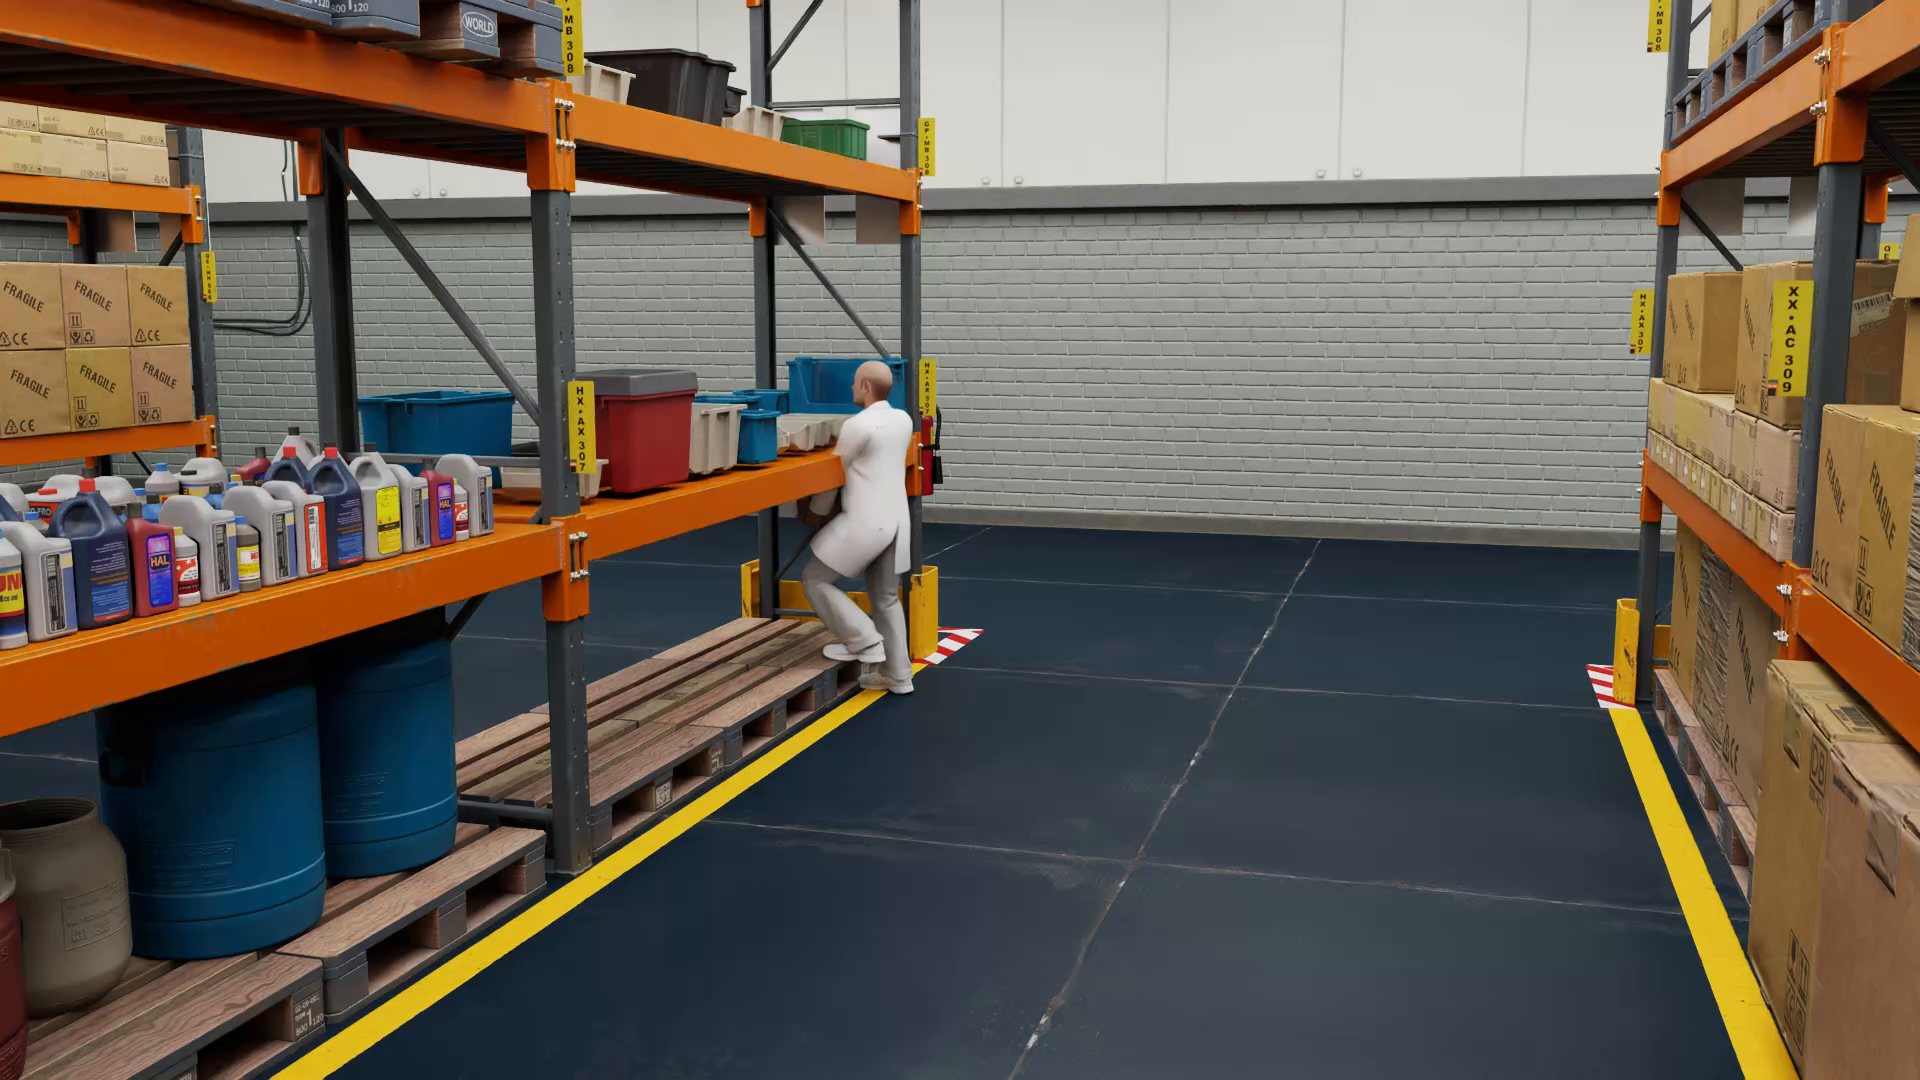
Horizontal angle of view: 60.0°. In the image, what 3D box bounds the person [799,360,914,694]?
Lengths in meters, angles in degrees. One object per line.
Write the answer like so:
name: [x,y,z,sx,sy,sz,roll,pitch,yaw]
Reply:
person: [-0.556,-0.056,8.779,0.557,1.780,0.552,5,10,33]
